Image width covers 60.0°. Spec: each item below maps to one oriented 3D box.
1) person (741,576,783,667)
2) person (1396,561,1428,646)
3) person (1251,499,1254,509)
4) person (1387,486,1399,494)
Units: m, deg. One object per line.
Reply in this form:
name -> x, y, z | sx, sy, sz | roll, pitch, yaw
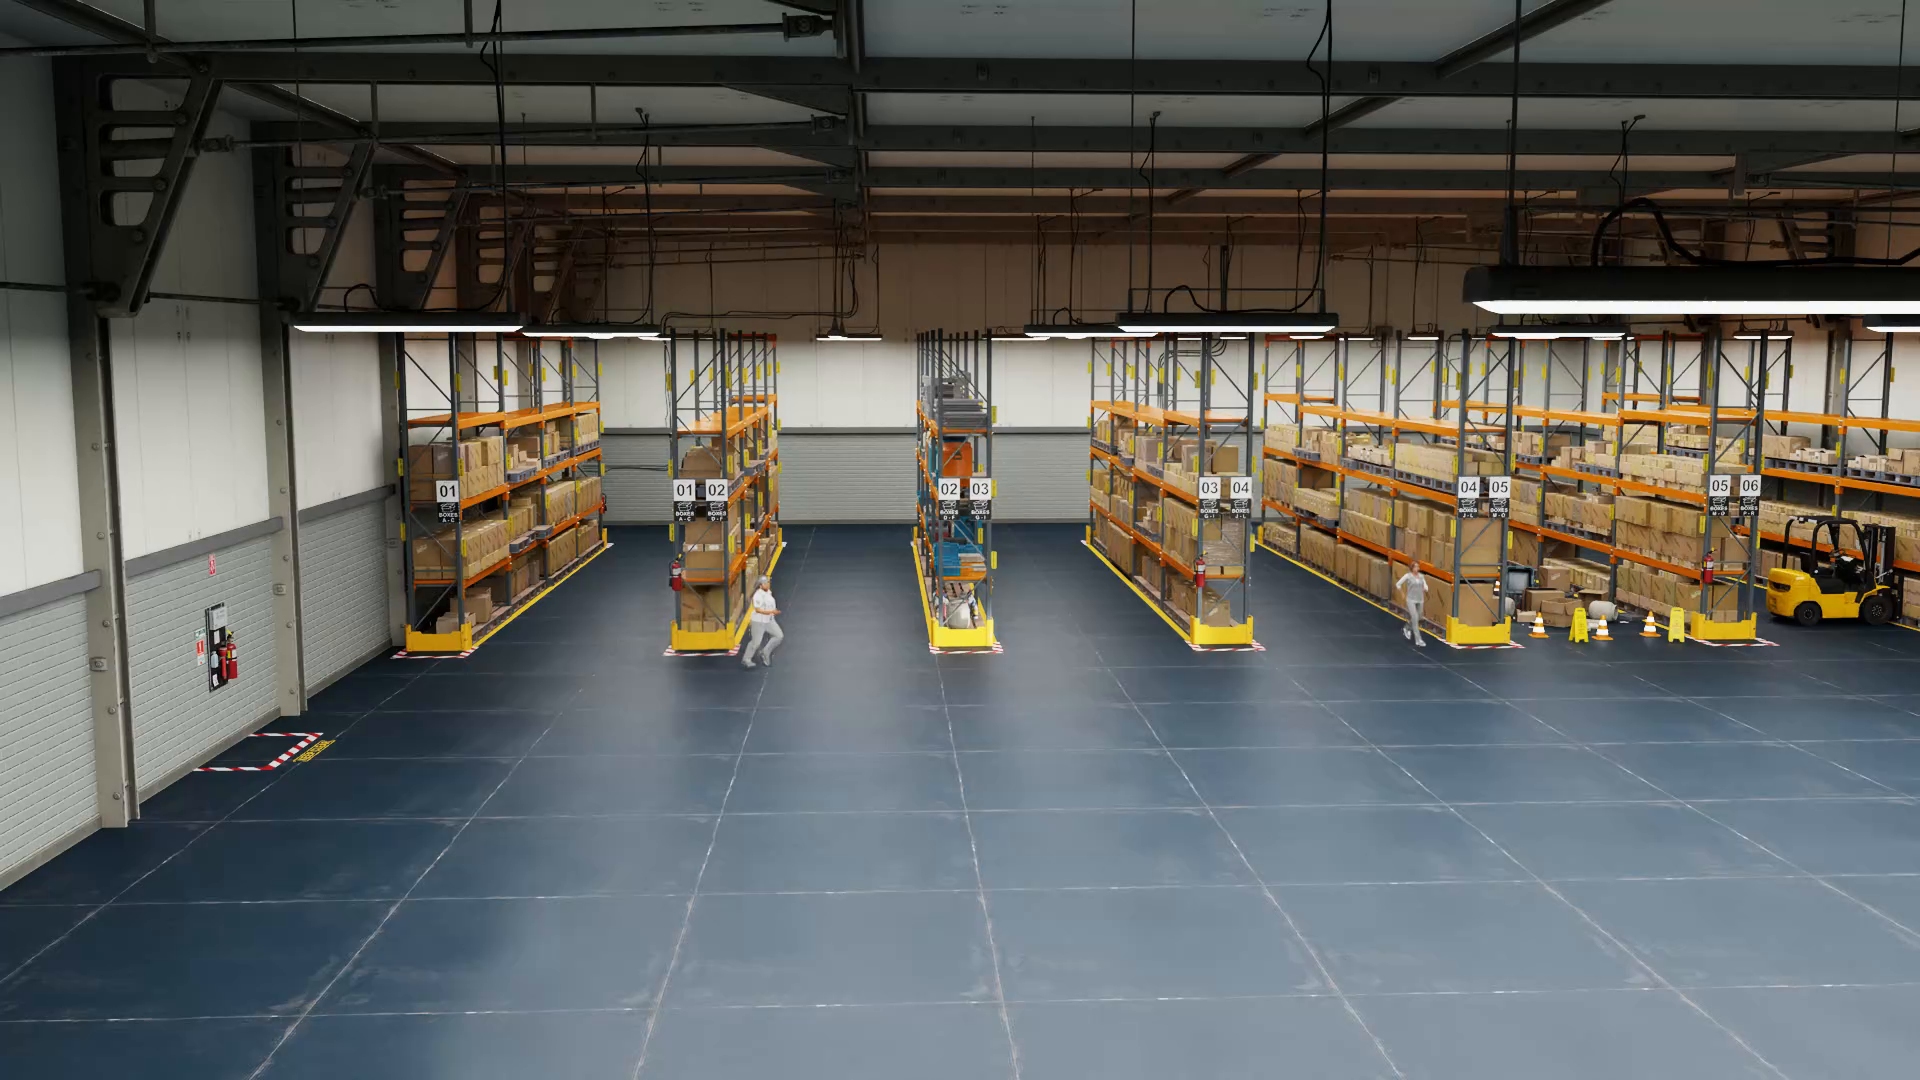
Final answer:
person -> -3.467, 1.436, 29.401 | 0.808, 1.621, 0.619 | 4, 8, 30
person -> 8.659, 1.185, 31.669 | 0.544, 1.560, 0.878 | -2, 7, -16
person -> 8.371, -0.824, 49.101 | 0.587, 1.553, 0.707 | -2, 7, -15
person -> 13.115, -0.905, 49.455 | 0.906, 1.665, 0.651 | 1, 7, 10
